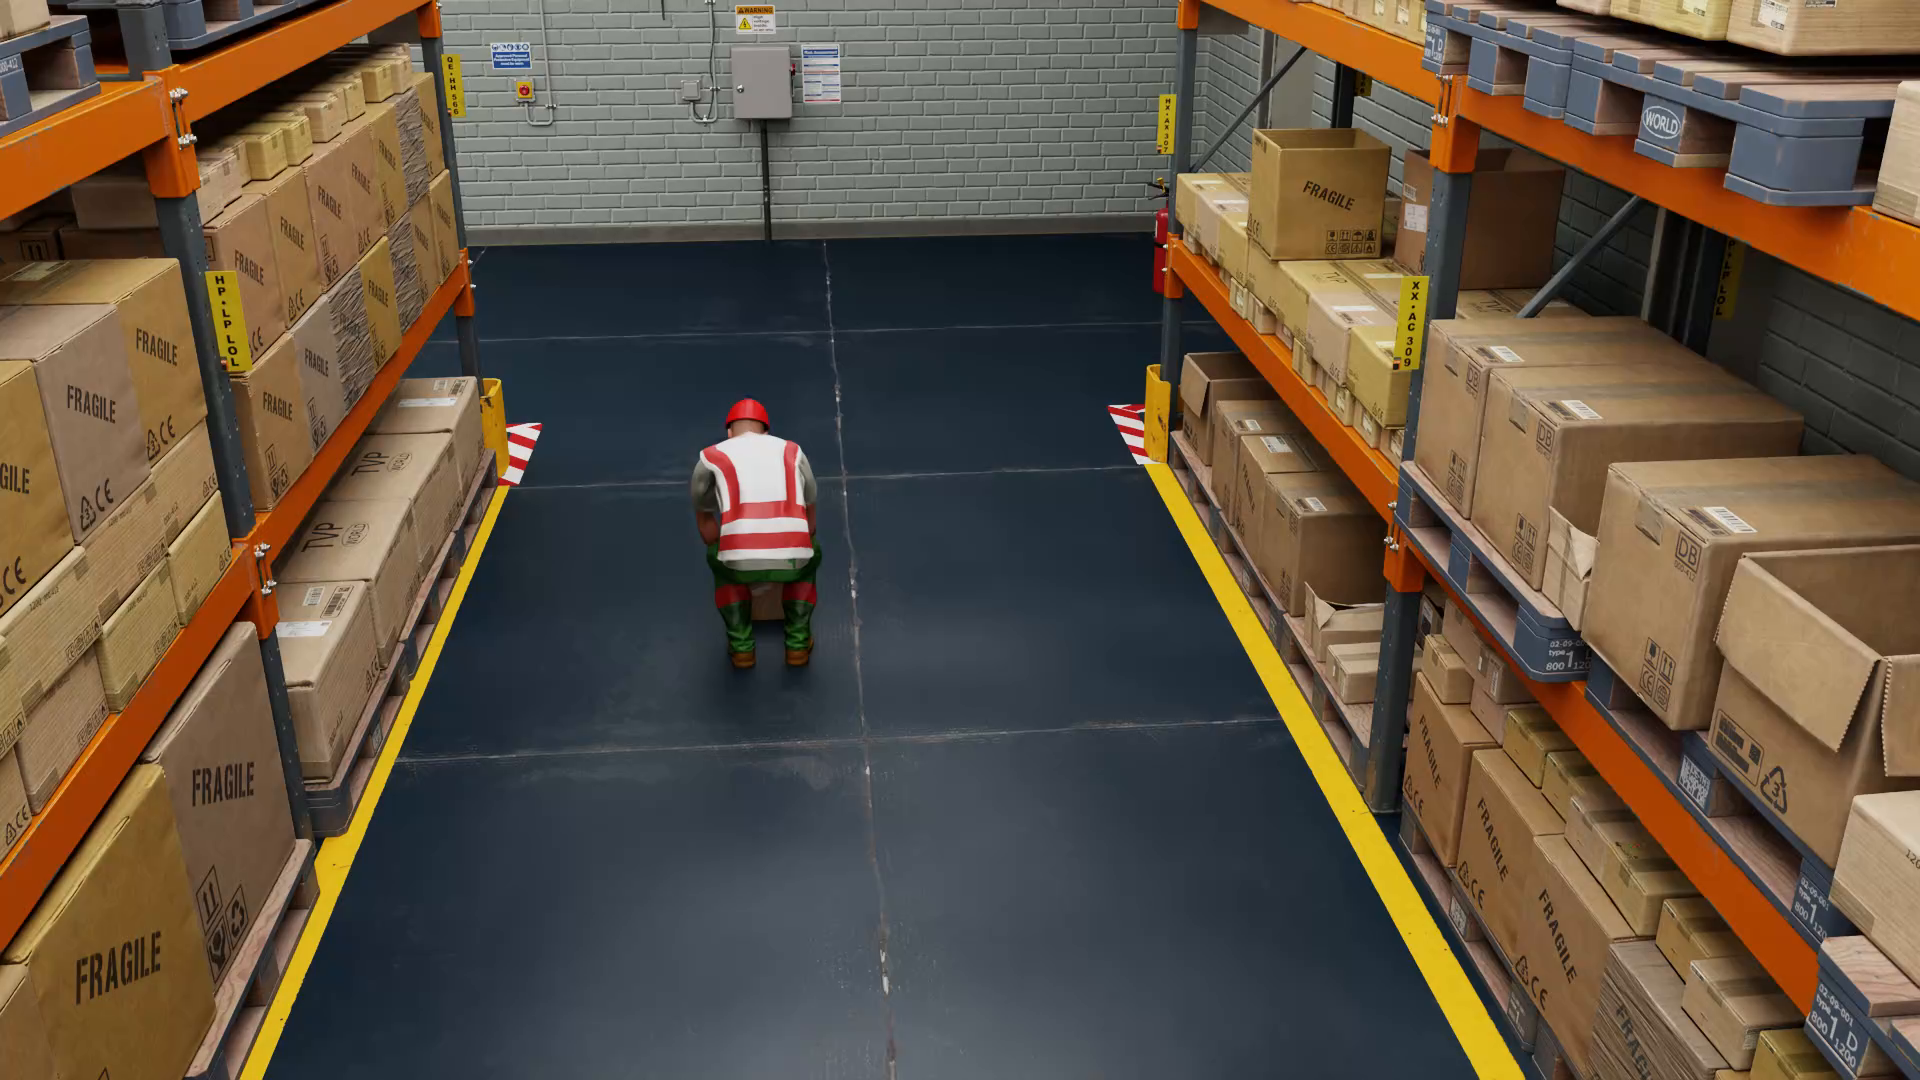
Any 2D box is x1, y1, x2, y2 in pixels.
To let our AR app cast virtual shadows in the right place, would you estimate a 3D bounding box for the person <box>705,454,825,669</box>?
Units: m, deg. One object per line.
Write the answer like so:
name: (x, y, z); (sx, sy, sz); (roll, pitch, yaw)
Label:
person: (-0.890, 0.139, 7.626); (0.535, 0.865, 0.928); (-3, 24, -6)
